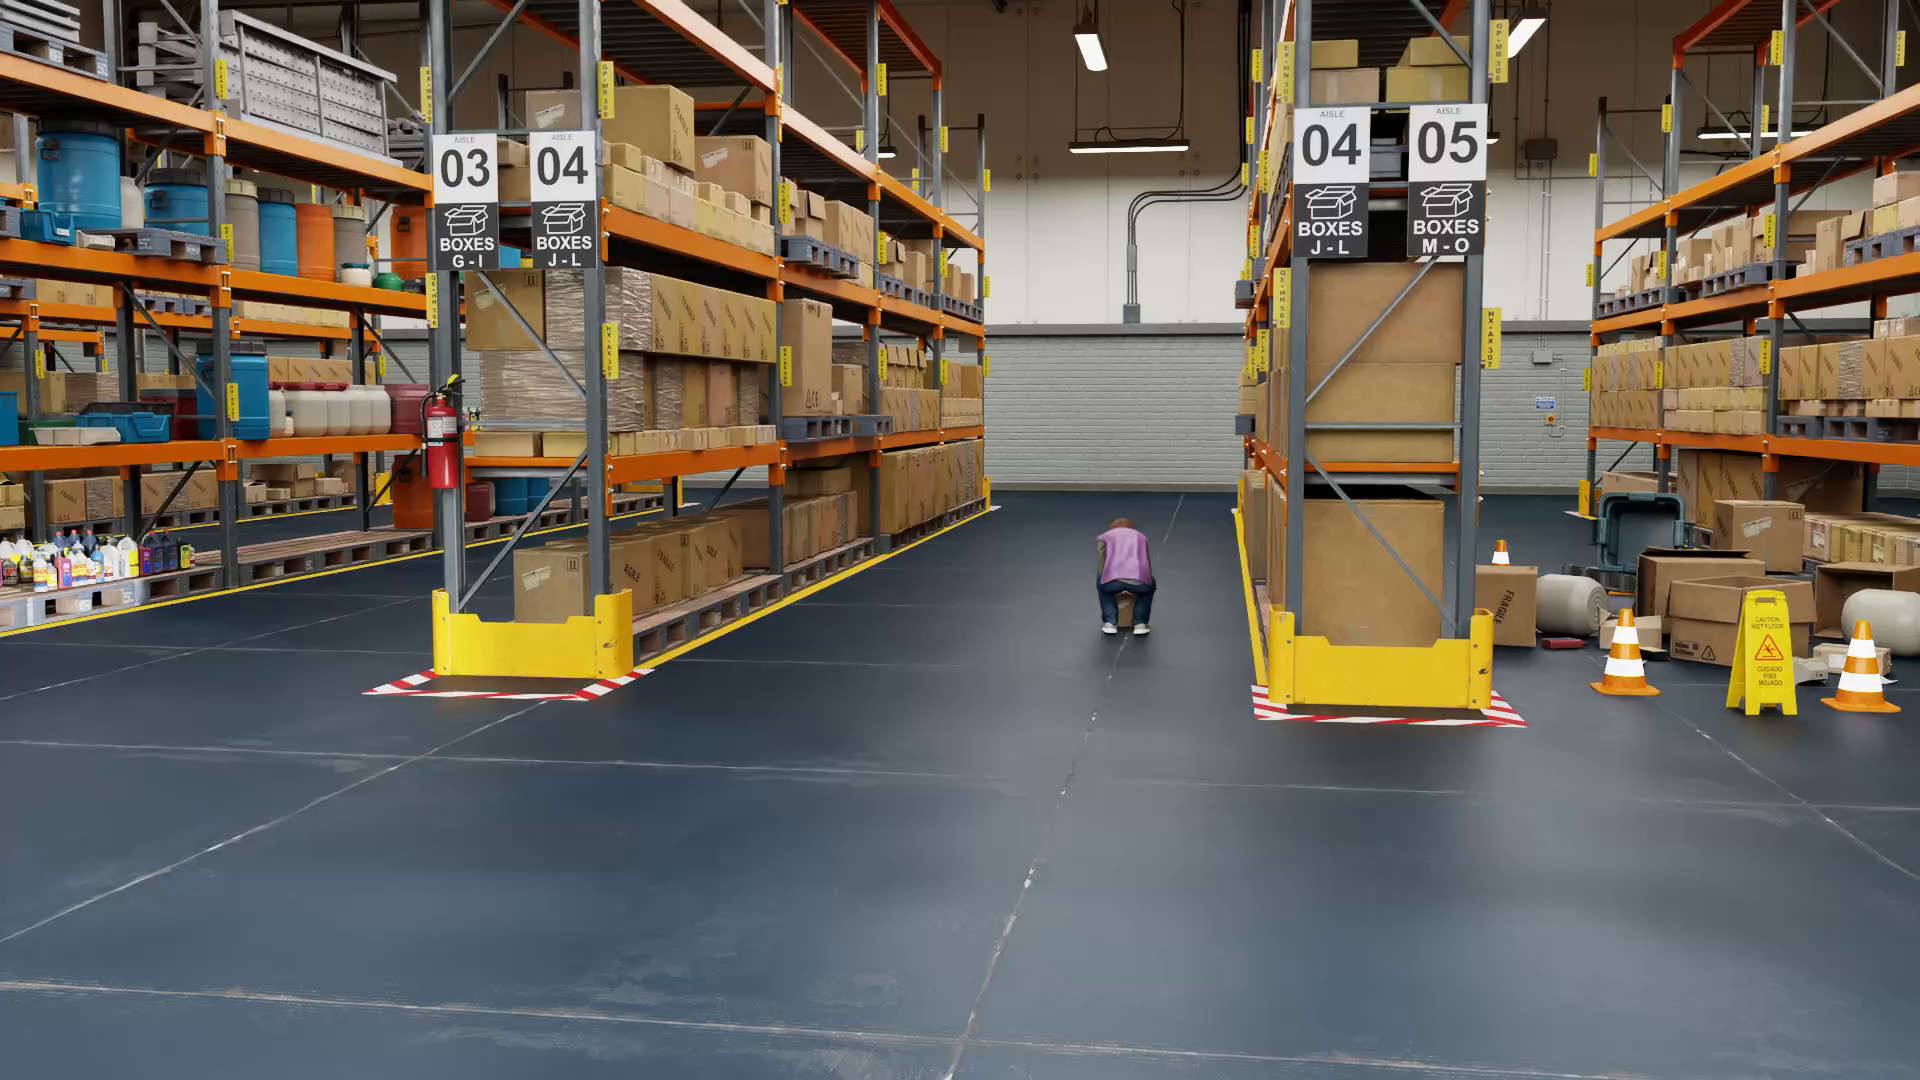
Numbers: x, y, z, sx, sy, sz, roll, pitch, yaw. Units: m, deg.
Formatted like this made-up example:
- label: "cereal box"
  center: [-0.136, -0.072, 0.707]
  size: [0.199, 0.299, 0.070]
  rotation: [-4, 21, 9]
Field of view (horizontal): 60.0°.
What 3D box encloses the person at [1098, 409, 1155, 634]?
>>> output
- label: "person"
  center: [1.182, -0.134, 11.800]
  size: [0.404, 1.591, 0.496]
  rotation: [1, 5, 10]
